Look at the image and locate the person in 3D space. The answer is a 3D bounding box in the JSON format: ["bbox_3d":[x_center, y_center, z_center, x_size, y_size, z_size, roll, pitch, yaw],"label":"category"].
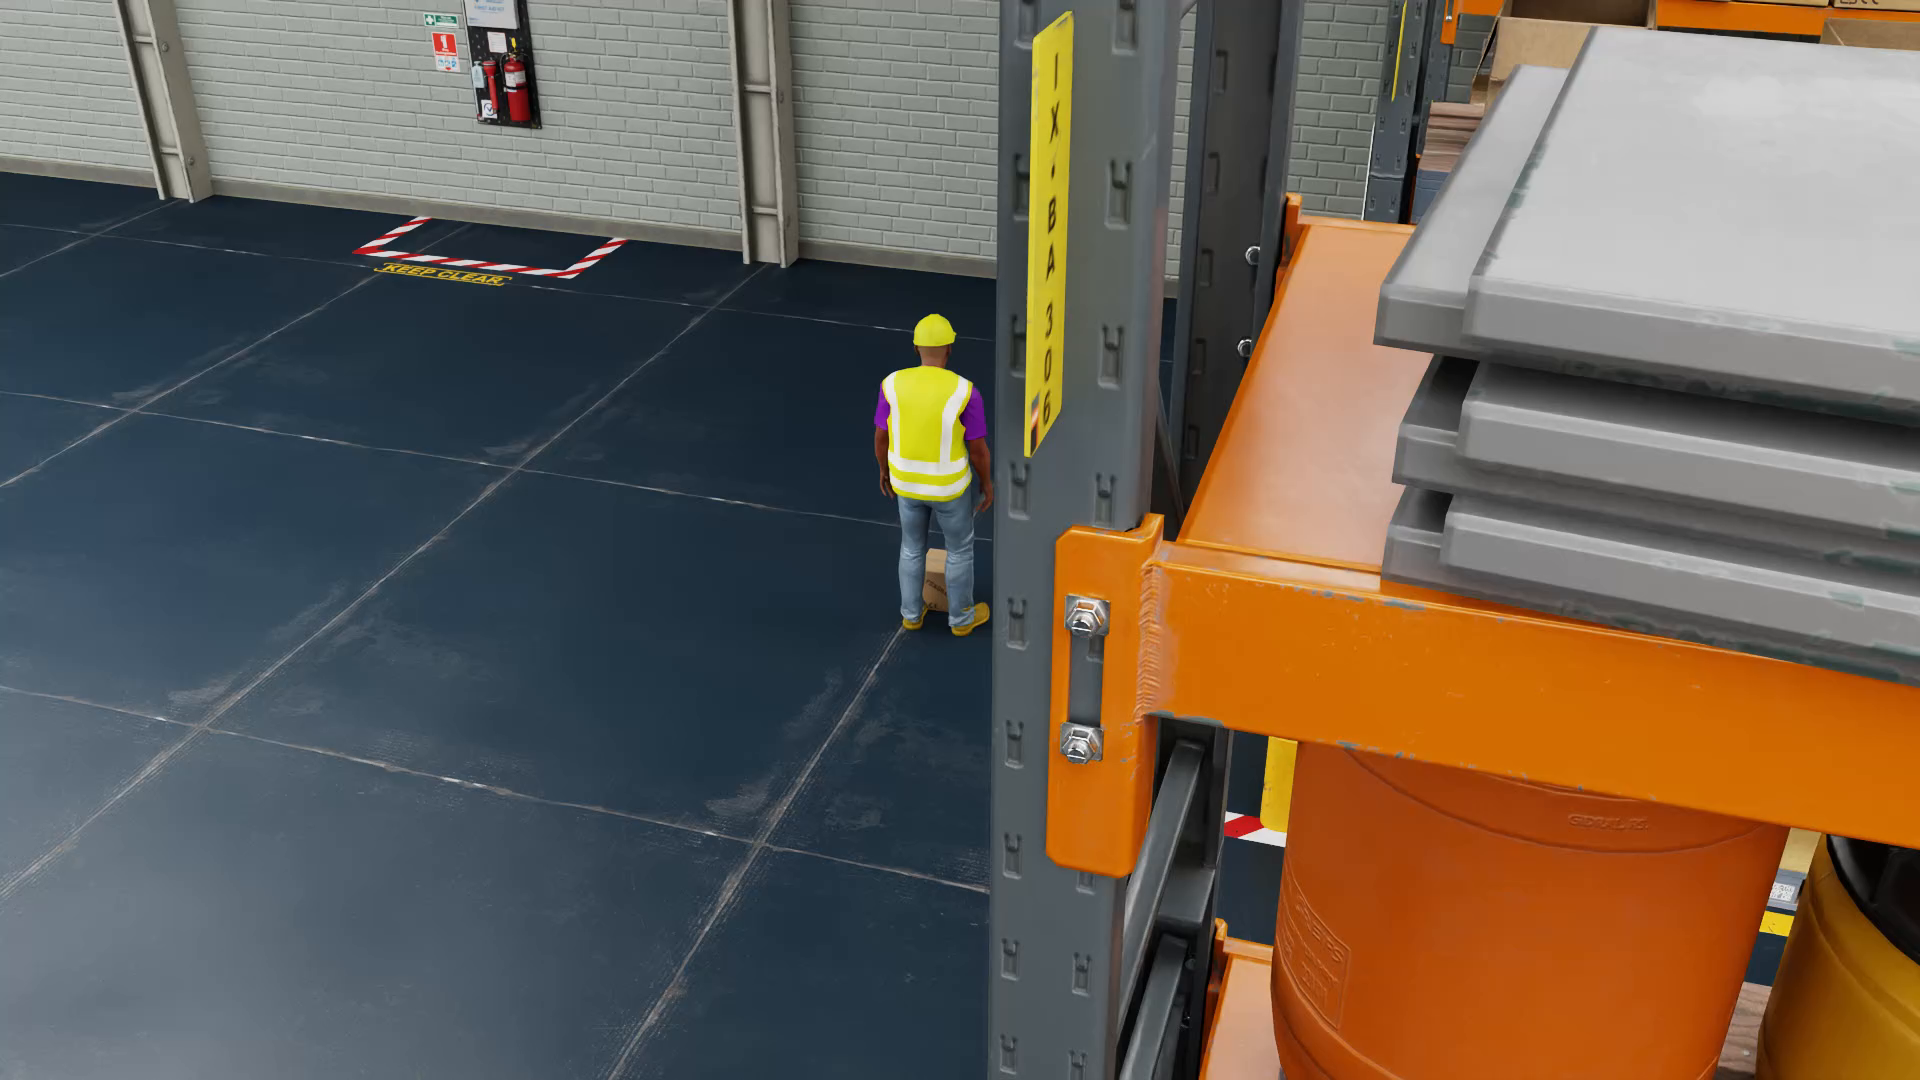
[{"bbox_3d":[-0.132,-0.322,8.690,0.628,1.757,0.457,9,30,15],"label":"person"}]
